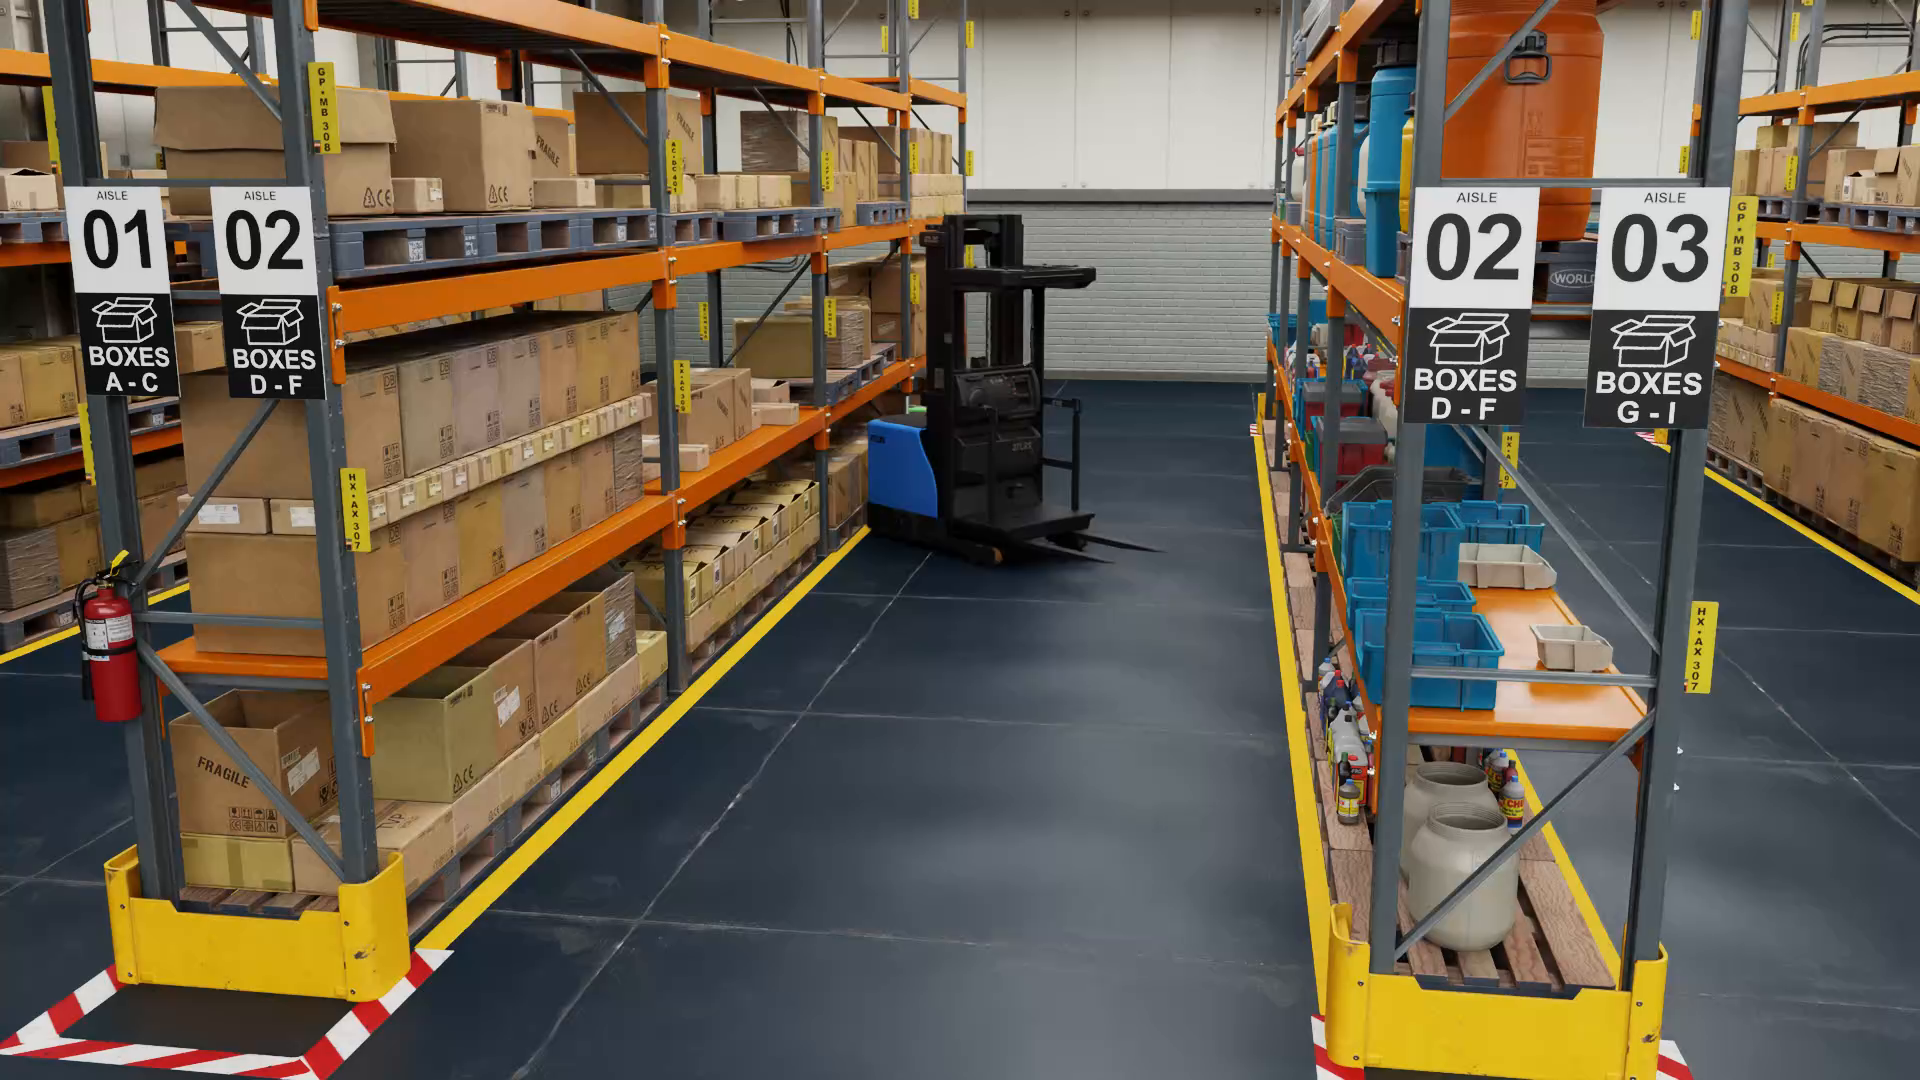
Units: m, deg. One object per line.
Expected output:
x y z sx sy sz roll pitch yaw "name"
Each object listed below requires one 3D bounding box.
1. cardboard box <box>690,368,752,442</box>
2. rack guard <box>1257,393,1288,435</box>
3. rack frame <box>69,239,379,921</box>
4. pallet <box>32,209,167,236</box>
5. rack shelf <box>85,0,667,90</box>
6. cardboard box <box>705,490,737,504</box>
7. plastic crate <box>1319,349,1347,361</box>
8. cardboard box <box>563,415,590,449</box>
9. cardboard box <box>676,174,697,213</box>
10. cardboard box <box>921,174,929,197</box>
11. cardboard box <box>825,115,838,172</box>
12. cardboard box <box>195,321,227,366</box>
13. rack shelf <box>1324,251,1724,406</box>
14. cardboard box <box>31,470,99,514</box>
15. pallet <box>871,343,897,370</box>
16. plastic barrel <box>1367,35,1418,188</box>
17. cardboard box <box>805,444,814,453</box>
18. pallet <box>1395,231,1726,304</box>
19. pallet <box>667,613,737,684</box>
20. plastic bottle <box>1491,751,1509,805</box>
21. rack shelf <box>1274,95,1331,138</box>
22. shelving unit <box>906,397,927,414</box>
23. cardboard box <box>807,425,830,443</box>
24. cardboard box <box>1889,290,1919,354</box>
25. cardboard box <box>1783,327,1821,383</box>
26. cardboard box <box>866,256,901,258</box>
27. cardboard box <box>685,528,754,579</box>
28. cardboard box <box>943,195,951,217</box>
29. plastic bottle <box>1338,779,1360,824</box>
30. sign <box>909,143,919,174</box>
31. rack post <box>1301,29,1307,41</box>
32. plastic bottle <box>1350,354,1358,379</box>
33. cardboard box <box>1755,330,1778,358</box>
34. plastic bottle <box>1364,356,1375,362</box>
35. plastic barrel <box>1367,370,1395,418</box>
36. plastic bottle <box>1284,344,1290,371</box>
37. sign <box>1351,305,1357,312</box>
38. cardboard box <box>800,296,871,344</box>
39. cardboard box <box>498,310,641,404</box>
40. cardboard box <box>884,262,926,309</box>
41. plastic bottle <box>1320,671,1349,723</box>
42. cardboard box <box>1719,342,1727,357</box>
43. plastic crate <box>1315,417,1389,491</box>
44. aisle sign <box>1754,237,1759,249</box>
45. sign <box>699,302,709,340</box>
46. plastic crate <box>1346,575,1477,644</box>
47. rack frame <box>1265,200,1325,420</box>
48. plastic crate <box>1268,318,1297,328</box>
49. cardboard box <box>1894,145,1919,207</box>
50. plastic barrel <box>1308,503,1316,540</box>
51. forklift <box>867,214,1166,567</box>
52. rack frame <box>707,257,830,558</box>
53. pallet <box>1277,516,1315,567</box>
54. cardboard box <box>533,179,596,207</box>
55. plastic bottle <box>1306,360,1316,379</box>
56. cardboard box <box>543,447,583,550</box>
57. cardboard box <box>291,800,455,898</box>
-1.894 -1.038 12.707 0.500 0.500 0.500 1 12 6 "cardboard box"
4.463 -1.626 21.609 1.175 0.500 0.348 2 12 9 "rack guard"
-2.883 0.327 6.614 1.000 3.000 0.127 2 12 9 "rack frame"
-6.806 -2.381 12.505 1.213 0.211 1.003 2 12 9 "pallet"
-2.575 -2.475 8.031 1.077 0.370 4.000 2 12 9 "rack shelf"
-2.095 -0.265 13.557 0.500 0.311 0.500 2 12 7 "cardboard box"
4.070 -2.003 17.906 0.396 0.136 0.243 2 12 9 "plastic crate"
-2.256 -0.597 9.121 0.380 0.149 0.250 2 12 8 "cardboard box"
-2.081 -2.347 11.258 0.500 0.250 0.500 1 12 3 "cardboard box"
-0.642 -4.006 18.767 0.500 0.250 0.500 2 12 9 "cardboard box"
-1.422 -3.645 15.315 0.500 0.500 0.500 2 12 9 "cardboard box"
-6.610 -1.664 14.570 0.700 0.500 0.500 0 12 2 "cardboard box"
2.319 -1.043 7.557 1.077 0.370 4.000 2 12 9 "rack shelf"
-6.925 -0.379 12.999 0.500 0.250 0.500 2 12 7 "cardboard box"
-1.268 -1.915 17.469 1.003 0.211 1.213 2 12 9 "pallet"
2.368 -2.058 8.371 0.600 0.901 0.708 2 12 9 "plastic barrel"
-1.660 -0.642 15.996 0.500 0.500 0.500 1 12 7 "cardboard box"
2.235 -1.055 6.354 1.003 0.211 1.213 2 12 9 "pallet"
-2.193 0.703 11.489 1.003 0.211 1.213 2 12 9 "pallet"
2.651 1.168 8.142 0.097 0.271 0.097 0 12 0 "plastic bottle"
4.164 -4.812 18.874 1.077 0.370 4.000 2 12 9 "rack shelf"
-0.282 -0.818 16.198 0.258 1.200 0.503 8 14 32 "shelving unit"
-1.583 -1.125 16.462 0.500 0.250 0.500 2 12 8 "cardboard box"
8.367 -1.843 14.065 0.797 0.503 0.637 2 12 10 "cardboard box"
8.433 -1.811 16.294 0.500 0.500 0.500 2 12 9 "cardboard box"
-0.905 -3.245 20.575 0.500 0.500 0.500 2 12 9 "cardboard box"
-1.797 0.069 12.008 0.500 0.311 0.500 1 12 7 "cardboard box"
-0.392 -4.073 20.266 0.500 0.250 0.500 2 12 9 "cardboard box"
1.861 1.244 7.954 0.097 0.201 0.097 0 12 0 "plastic bottle"
-0.488 -4.066 17.713 0.100 0.325 0.005 2 12 9 "sign"
3.313 -4.225 13.675 0.954 0.300 0.937 2 12 9 "rack post"
3.856 -1.674 16.201 0.097 0.271 0.097 0 12 0 "plastic bottle"
8.559 -2.022 17.162 0.500 0.250 0.500 2 12 8 "cardboard box"
3.961 -1.648 16.070 0.152 0.276 0.135 2 12 9 "plastic bottle"
3.294 -1.011 12.555 0.421 0.512 0.421 0 12 0 "plastic barrel"
3.358 -1.863 17.050 0.061 0.283 0.133 2 12 9 "plastic bottle"
5.018 -2.908 21.236 0.100 0.325 0.005 2 12 9 "sign"
-1.331 -2.334 17.726 0.700 0.500 0.500 -2 12 -10 "cardboard box"
-2.329 -1.096 9.901 0.700 0.500 0.500 2 12 9 "cardboard box"
-0.608 -2.905 19.000 0.500 0.500 0.500 1 12 7 "cardboard box"
2.122 0.892 9.411 0.152 0.276 0.135 2 12 11 "plastic bottle"
8.712 -2.121 18.569 0.380 0.149 0.250 2 12 10 "cardboard box"
2.399 -0.487 10.236 0.402 0.464 0.583 2 12 9 "plastic crate"
9.674 -3.958 20.326 0.394 0.787 0.004 2 12 9 "aisle sign"
-2.190 -1.881 14.300 0.100 0.325 0.005 2 12 9 "sign"
1.898 0.312 7.036 0.499 0.251 0.408 2 12 9 "plastic crate"
4.472 -2.843 21.320 1.000 3.000 0.127 2 12 9 "rack frame"
4.007 -2.612 20.507 0.416 0.233 0.300 2 12 9 "plastic crate"
8.204 -3.049 13.924 0.500 0.500 0.500 3 12 12 "cardboard box"
3.300 -0.424 14.252 0.600 0.830 0.708 2 12 9 "plastic barrel"
0.474 -1.321 14.422 1.130 2.935 3.031 -10 16 -40 "forklift"
-1.652 -1.339 14.341 1.000 3.000 0.127 2 12 9 "rack frame"
3.322 0.020 14.654 1.003 0.211 1.213 2 12 9 "pallet"
-2.183 -1.863 8.923 0.380 0.149 0.250 2 12 9 "cardboard box"
3.299 -1.554 15.644 0.097 0.271 0.097 0 12 0 "plastic bottle"
-2.485 -0.248 9.043 0.700 0.500 0.500 2 12 9 "cardboard box"
-2.580 1.361 7.344 0.500 0.250 0.500 2 12 9 "cardboard box"
